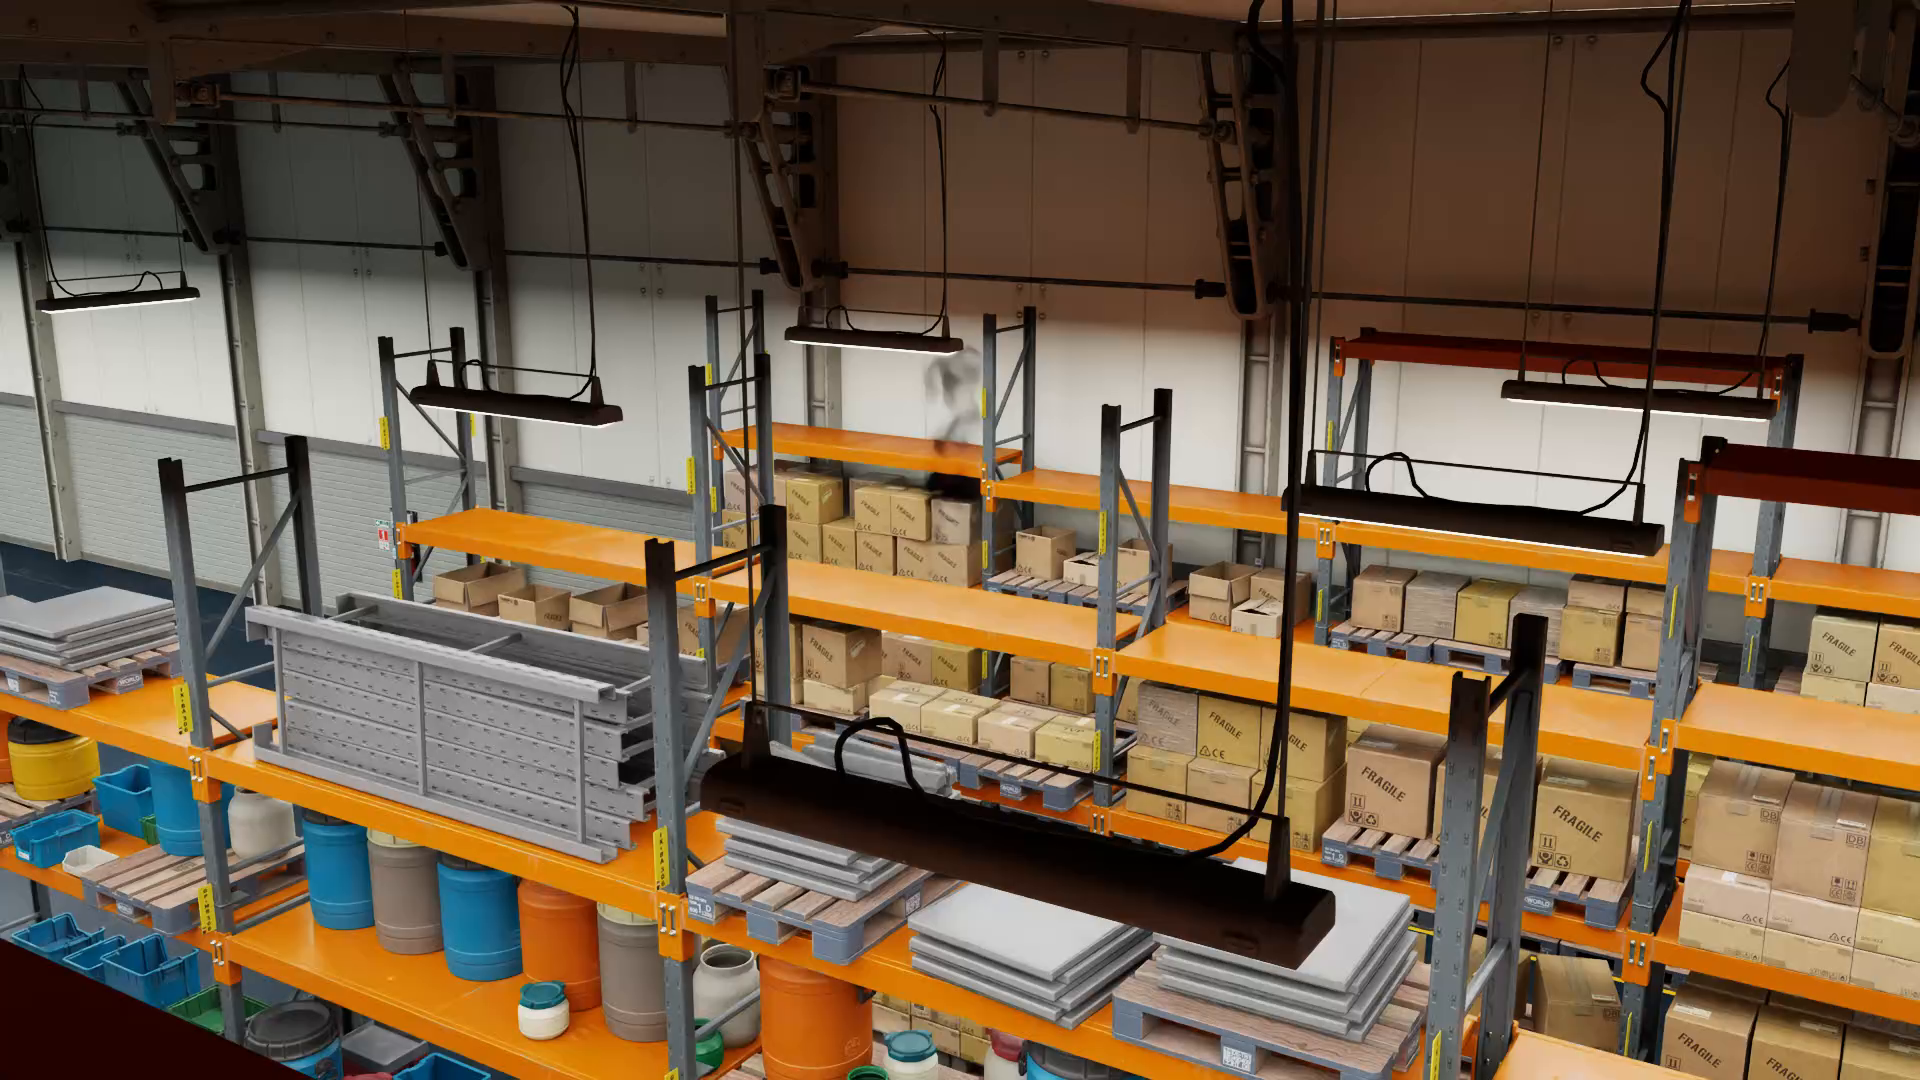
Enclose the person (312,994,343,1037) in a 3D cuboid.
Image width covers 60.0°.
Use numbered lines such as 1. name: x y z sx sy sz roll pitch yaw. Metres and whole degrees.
1. person: -5.464 3.822 14.389 0.632 1.634 0.554 11 18 38
